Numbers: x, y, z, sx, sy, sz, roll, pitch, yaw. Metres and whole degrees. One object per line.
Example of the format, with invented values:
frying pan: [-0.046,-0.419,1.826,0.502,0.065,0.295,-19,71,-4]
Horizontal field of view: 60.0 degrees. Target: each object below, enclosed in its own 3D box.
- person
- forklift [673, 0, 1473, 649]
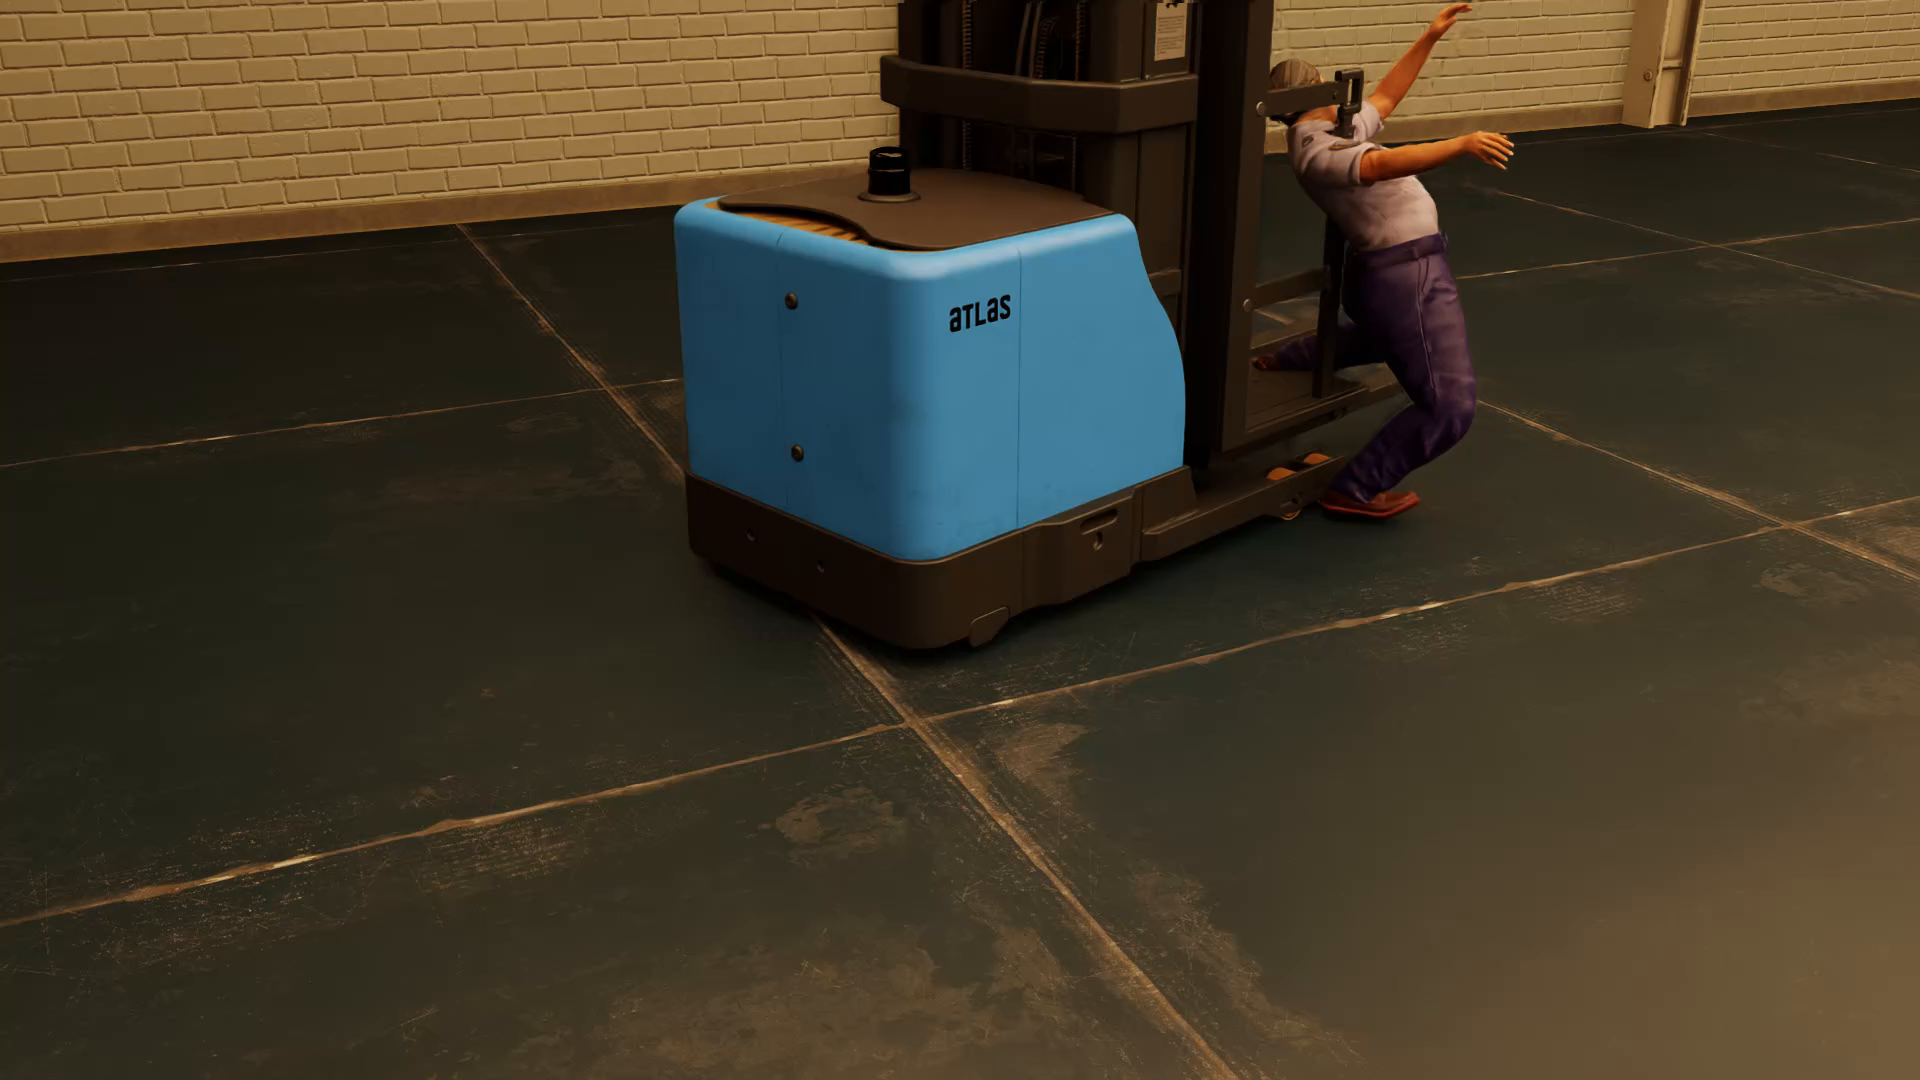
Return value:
person: [1.250,-0.814,5.031,0.629,1.513,1.056,-1,23,-3]
forklift: [0.610,-1.540,4.994,3.031,2.935,1.130,-21,30,-40]
